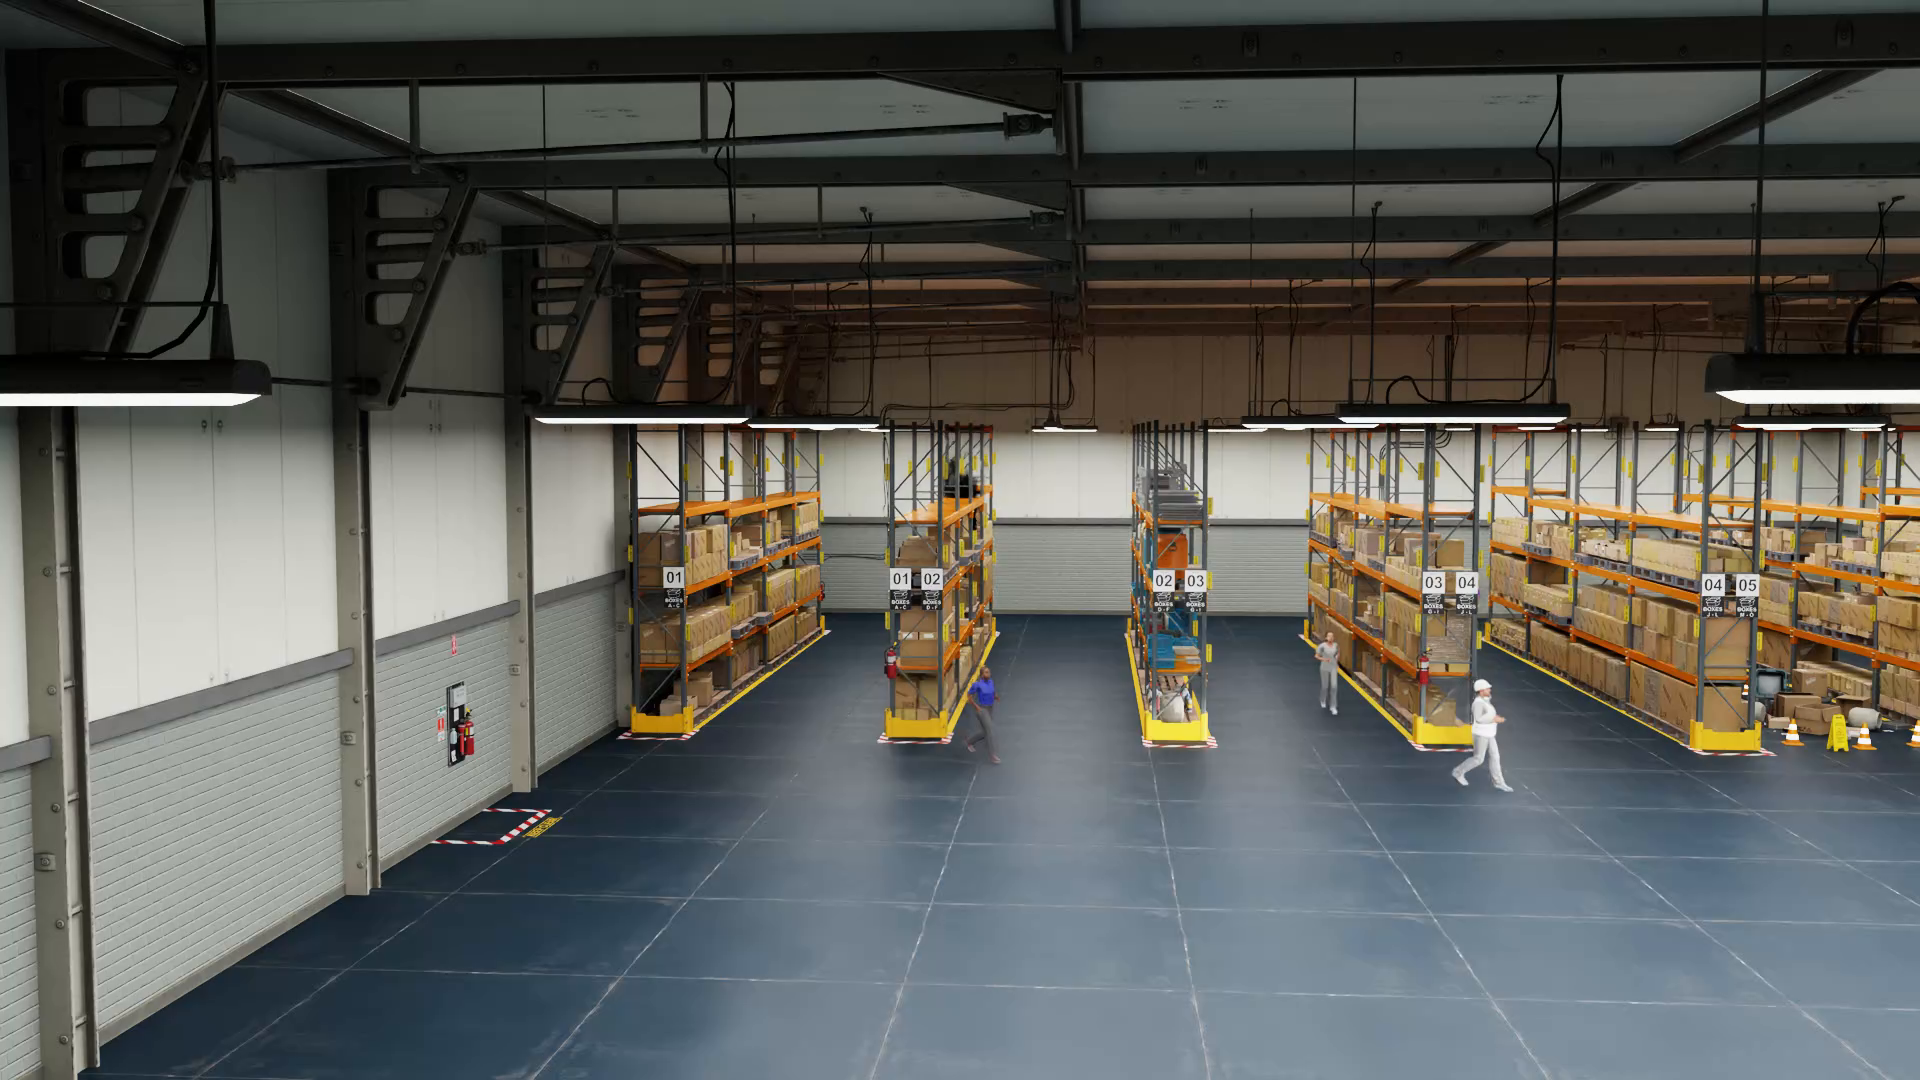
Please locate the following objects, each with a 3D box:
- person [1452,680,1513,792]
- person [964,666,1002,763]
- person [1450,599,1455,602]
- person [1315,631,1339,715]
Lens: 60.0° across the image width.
[{"bbox_3d":[8.385,3.123,26.655,0.950,1.776,0.657,2,4,33],"label":"person"},{"bbox_3d":[0.420,3.048,29.308,0.855,1.669,0.569,3,5,41],"label":"person"},{"bbox_3d":[13.504,1.917,46.667,0.848,1.737,0.728,2,4,35],"label":"person"},{"bbox_3d":[7.600,2.712,34.358,0.556,1.705,0.855,0,4,-1],"label":"person"}]
